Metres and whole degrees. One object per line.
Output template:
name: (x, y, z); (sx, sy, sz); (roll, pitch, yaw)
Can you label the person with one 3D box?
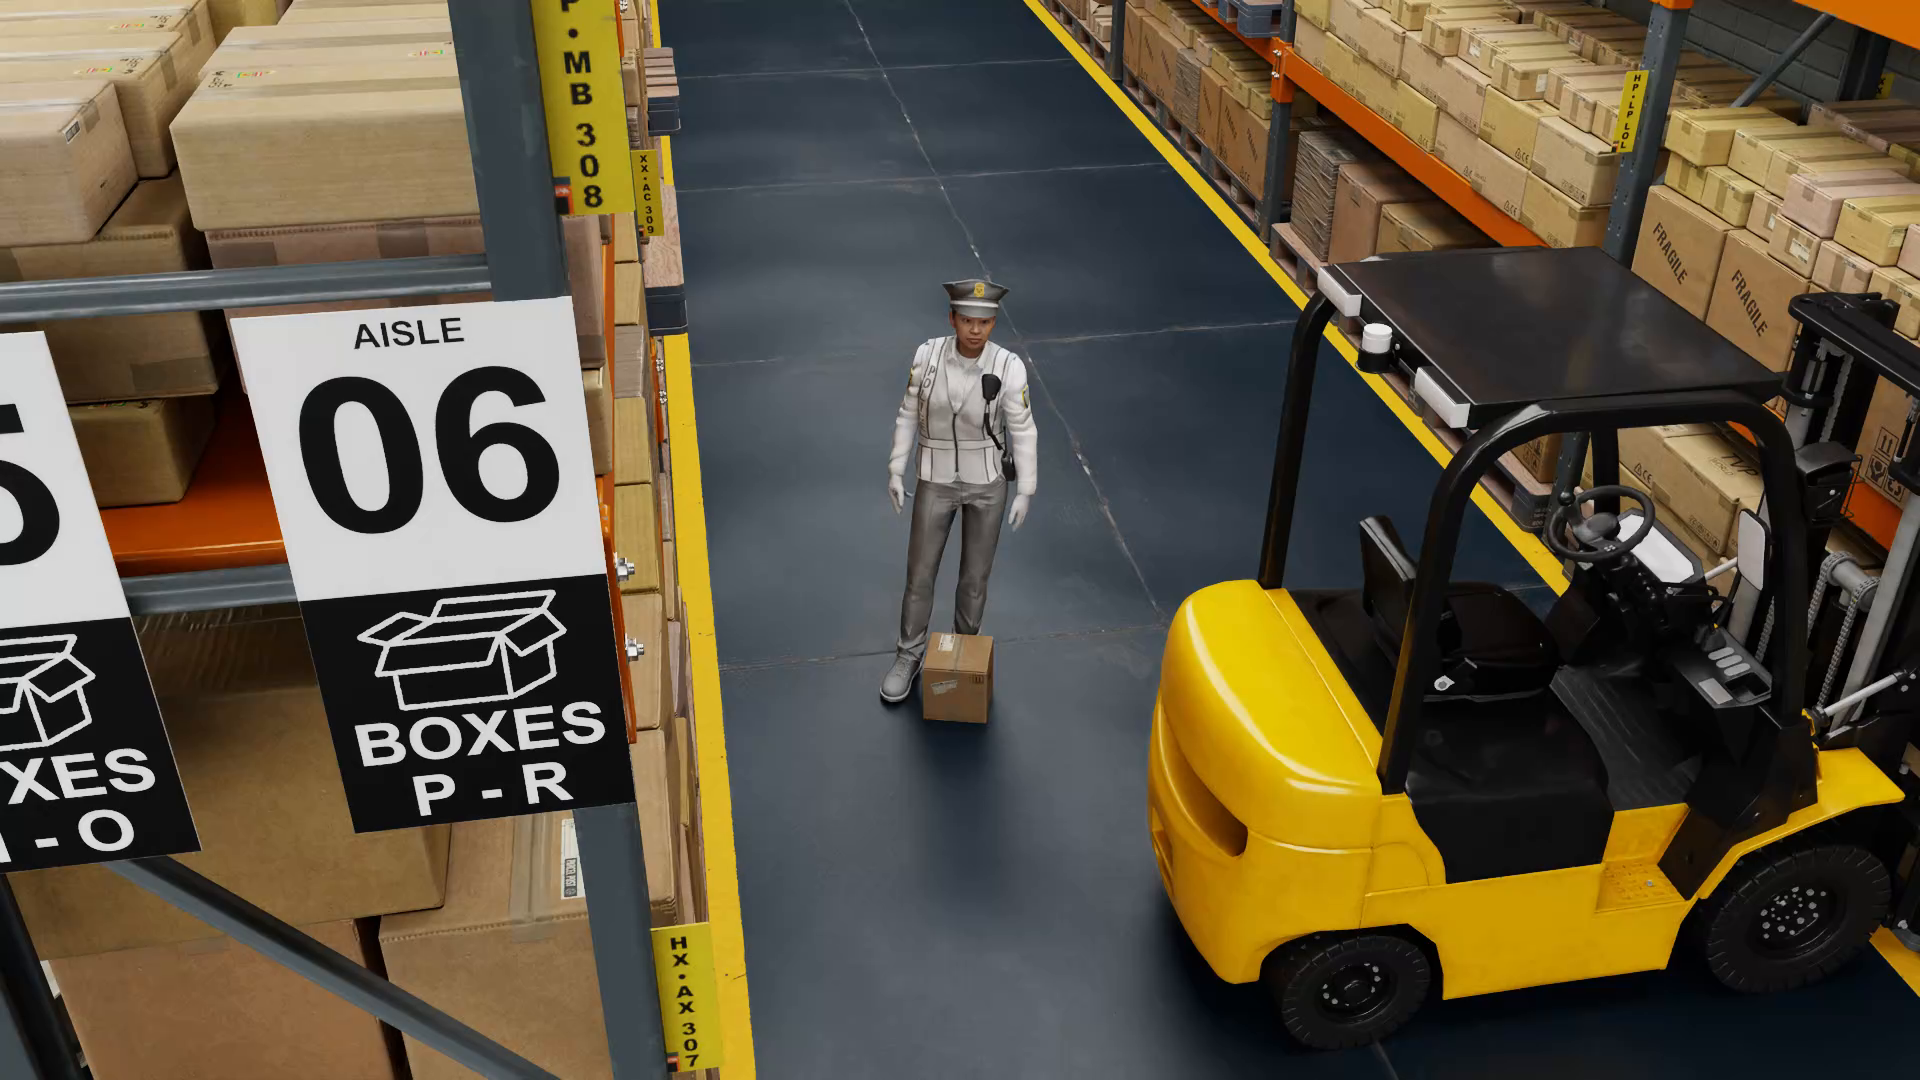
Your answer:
person: (-0.004, -0.187, 6.396); (0.587, 1.694, 0.529); (5, 31, 7)
